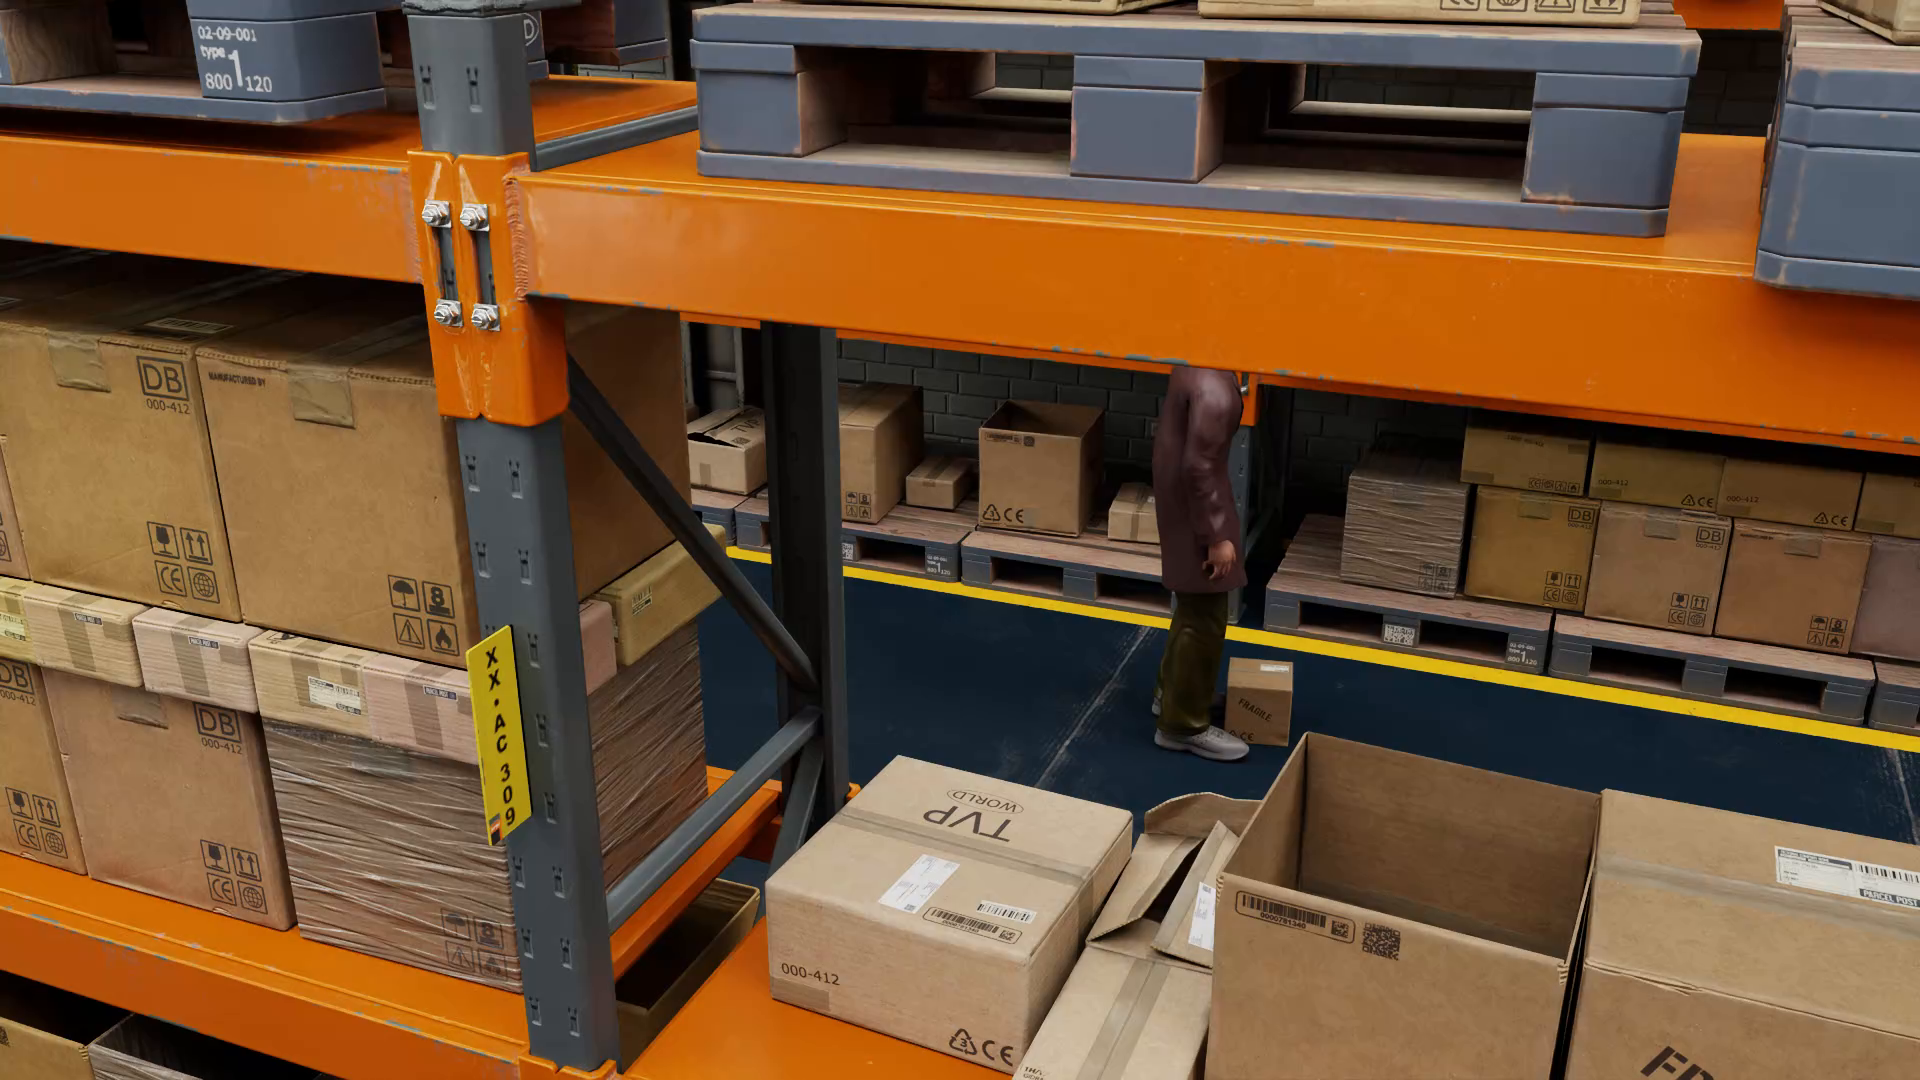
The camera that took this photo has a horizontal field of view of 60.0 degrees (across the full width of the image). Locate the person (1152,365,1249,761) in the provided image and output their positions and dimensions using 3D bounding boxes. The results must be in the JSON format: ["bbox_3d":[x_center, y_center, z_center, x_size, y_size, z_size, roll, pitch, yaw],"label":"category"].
[{"bbox_3d":[0.939,-0.080,6.308,0.394,1.774,0.649,2,22,5],"label":"person"}]
